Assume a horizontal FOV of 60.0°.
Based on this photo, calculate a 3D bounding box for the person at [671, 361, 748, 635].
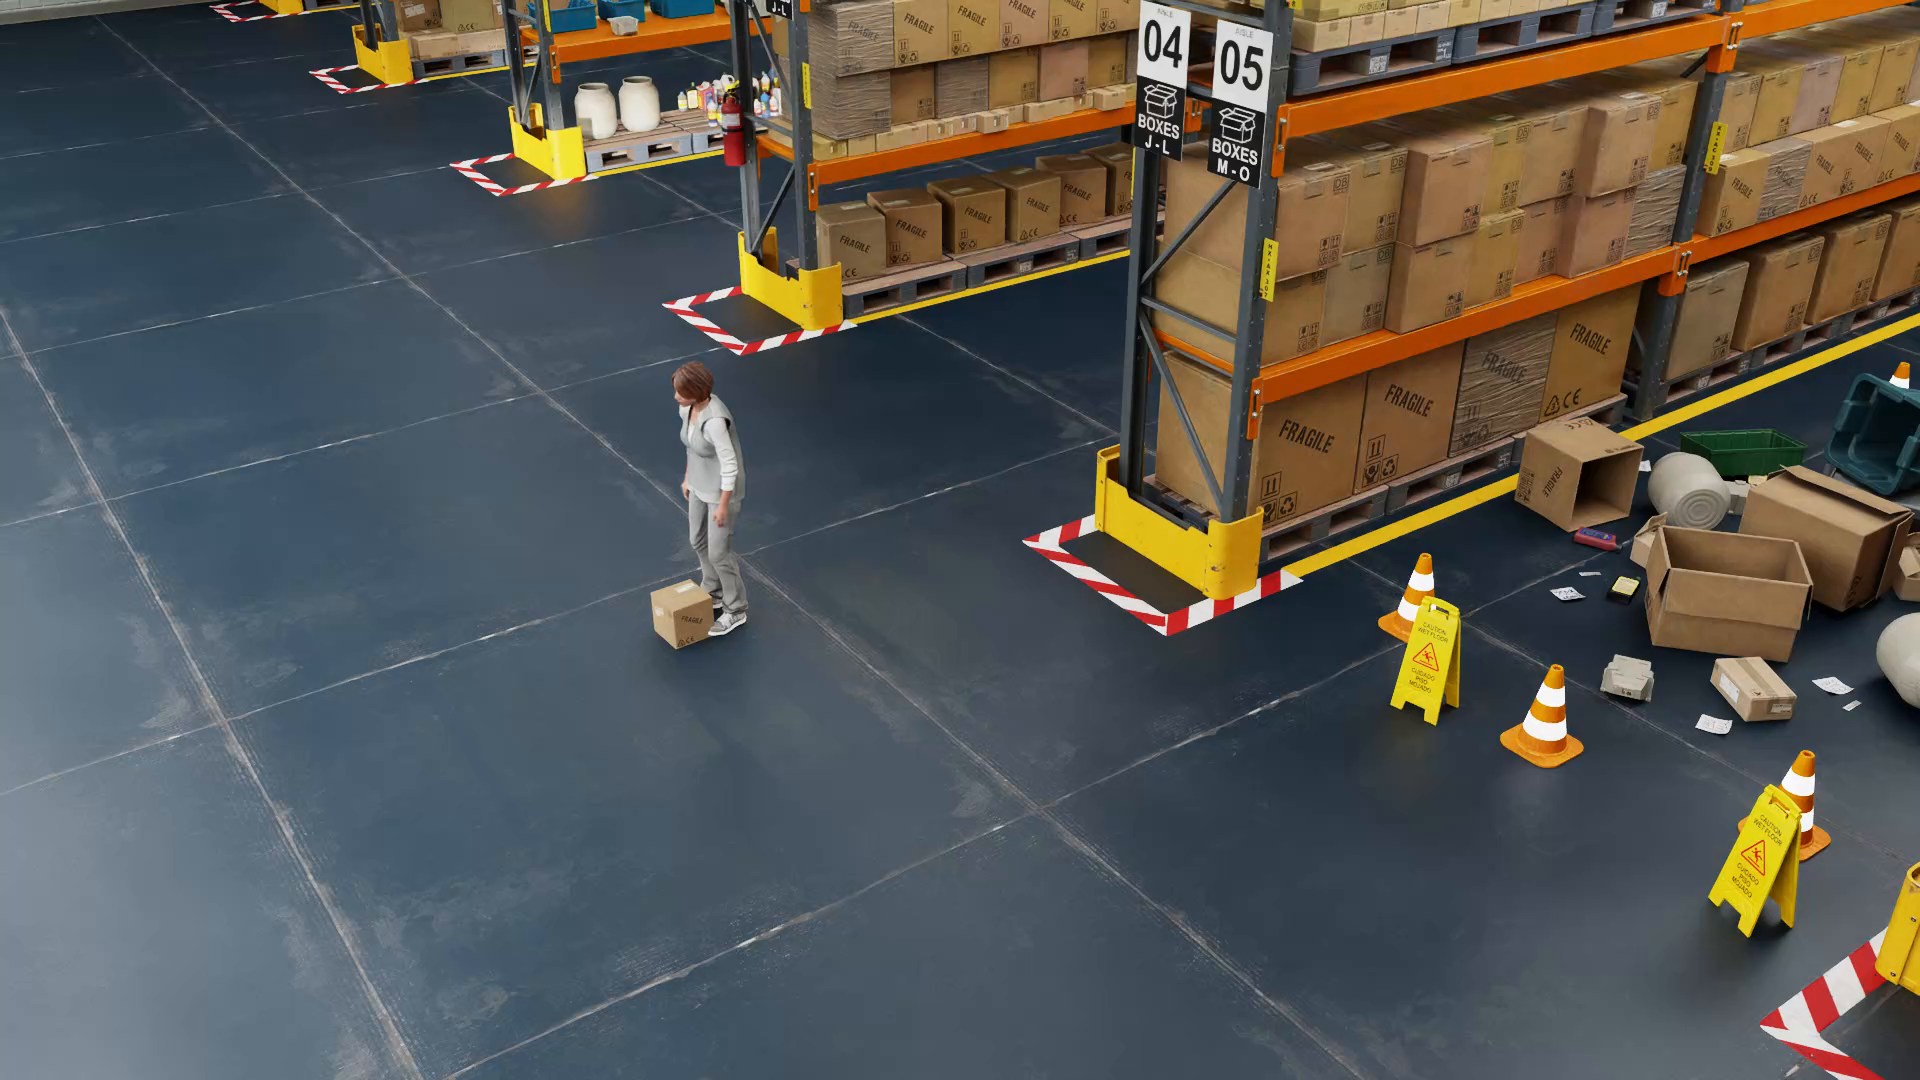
[{"bbox_3d":[-1.358,-0.245,9.079,0.344,1.593,0.462,-19,34,-30],"label":"person"}]
